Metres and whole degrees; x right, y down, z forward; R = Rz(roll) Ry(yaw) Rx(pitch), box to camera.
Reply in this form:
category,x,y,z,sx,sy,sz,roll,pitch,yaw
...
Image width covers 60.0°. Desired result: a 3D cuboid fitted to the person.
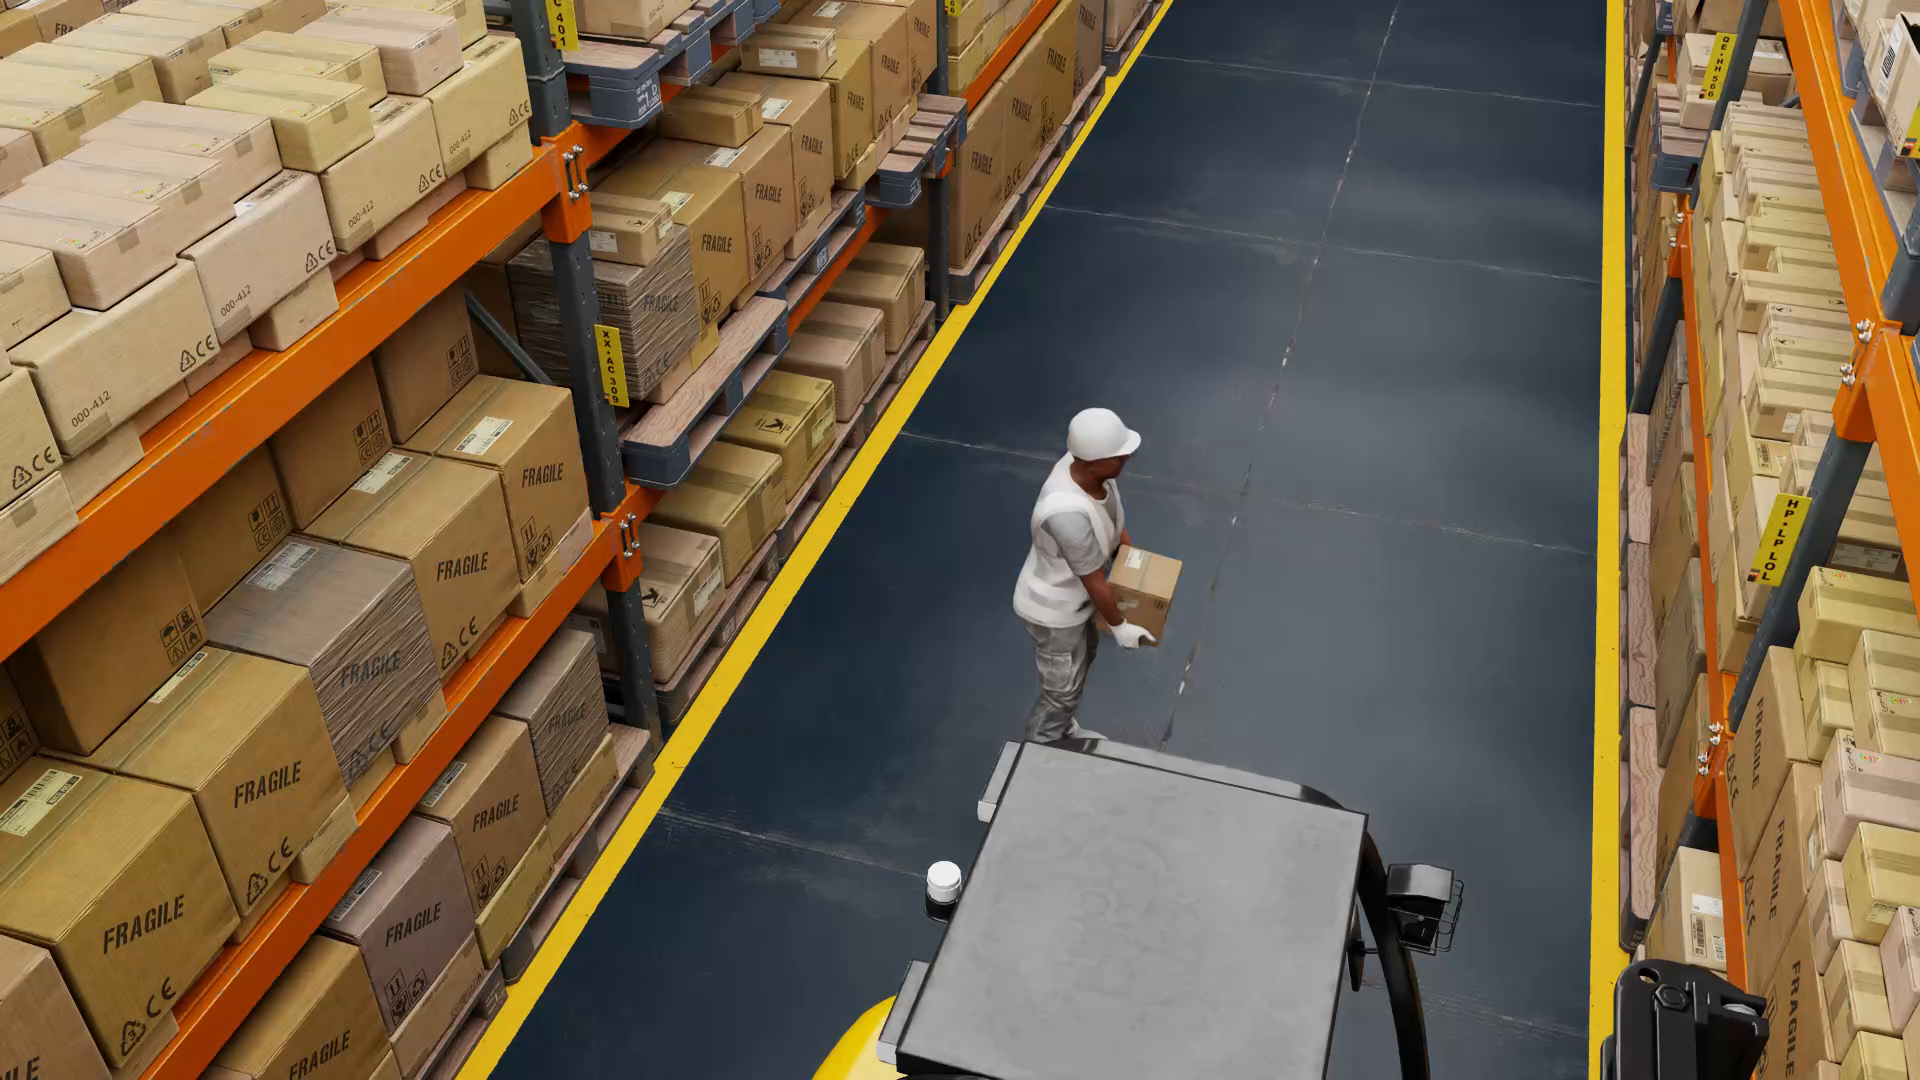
category,x,y,z,sx,sy,sz,roll,pitch,yaw
person,0.513,0.246,6.552,0.588,1.773,0.492,10,38,13
